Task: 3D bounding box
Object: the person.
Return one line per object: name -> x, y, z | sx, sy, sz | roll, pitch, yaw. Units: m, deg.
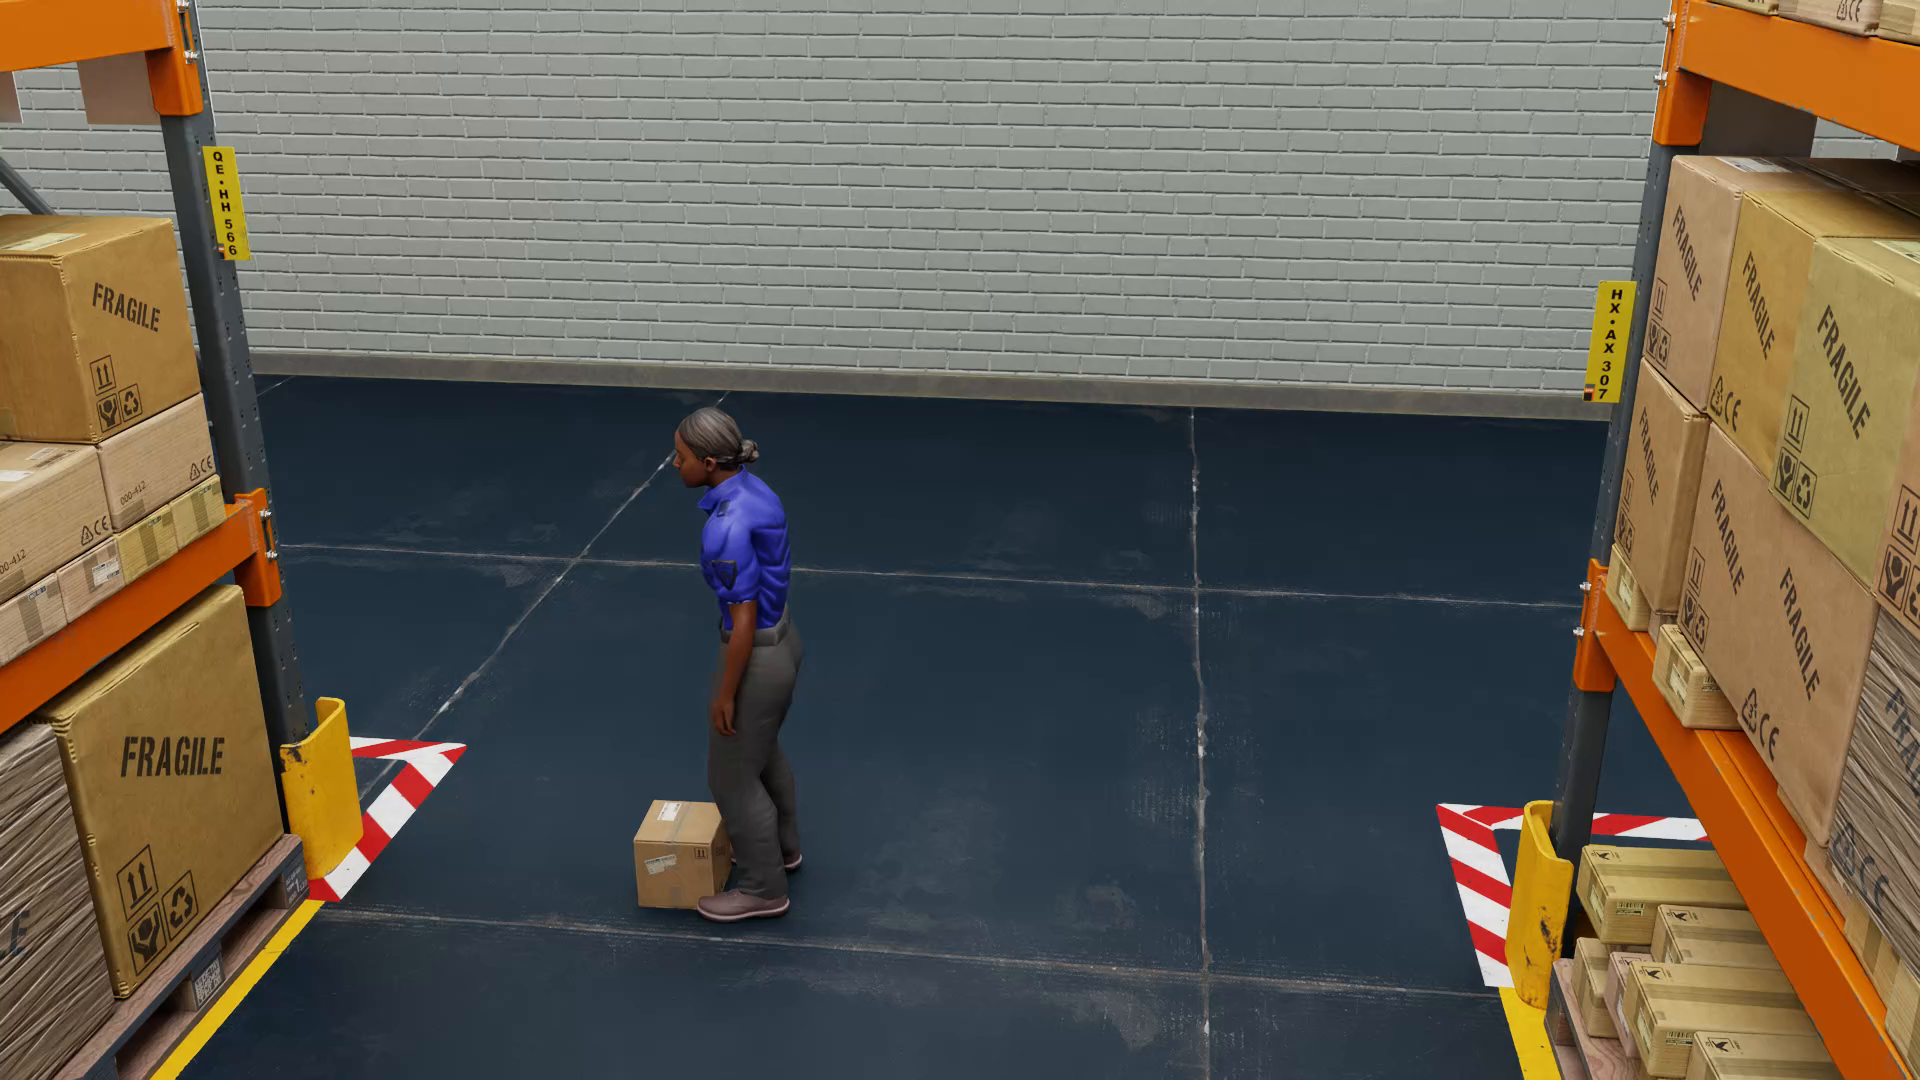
person -> -0.664, 0.376, 5.125 | 0.349, 1.655, 0.532 | 1, 21, 3
